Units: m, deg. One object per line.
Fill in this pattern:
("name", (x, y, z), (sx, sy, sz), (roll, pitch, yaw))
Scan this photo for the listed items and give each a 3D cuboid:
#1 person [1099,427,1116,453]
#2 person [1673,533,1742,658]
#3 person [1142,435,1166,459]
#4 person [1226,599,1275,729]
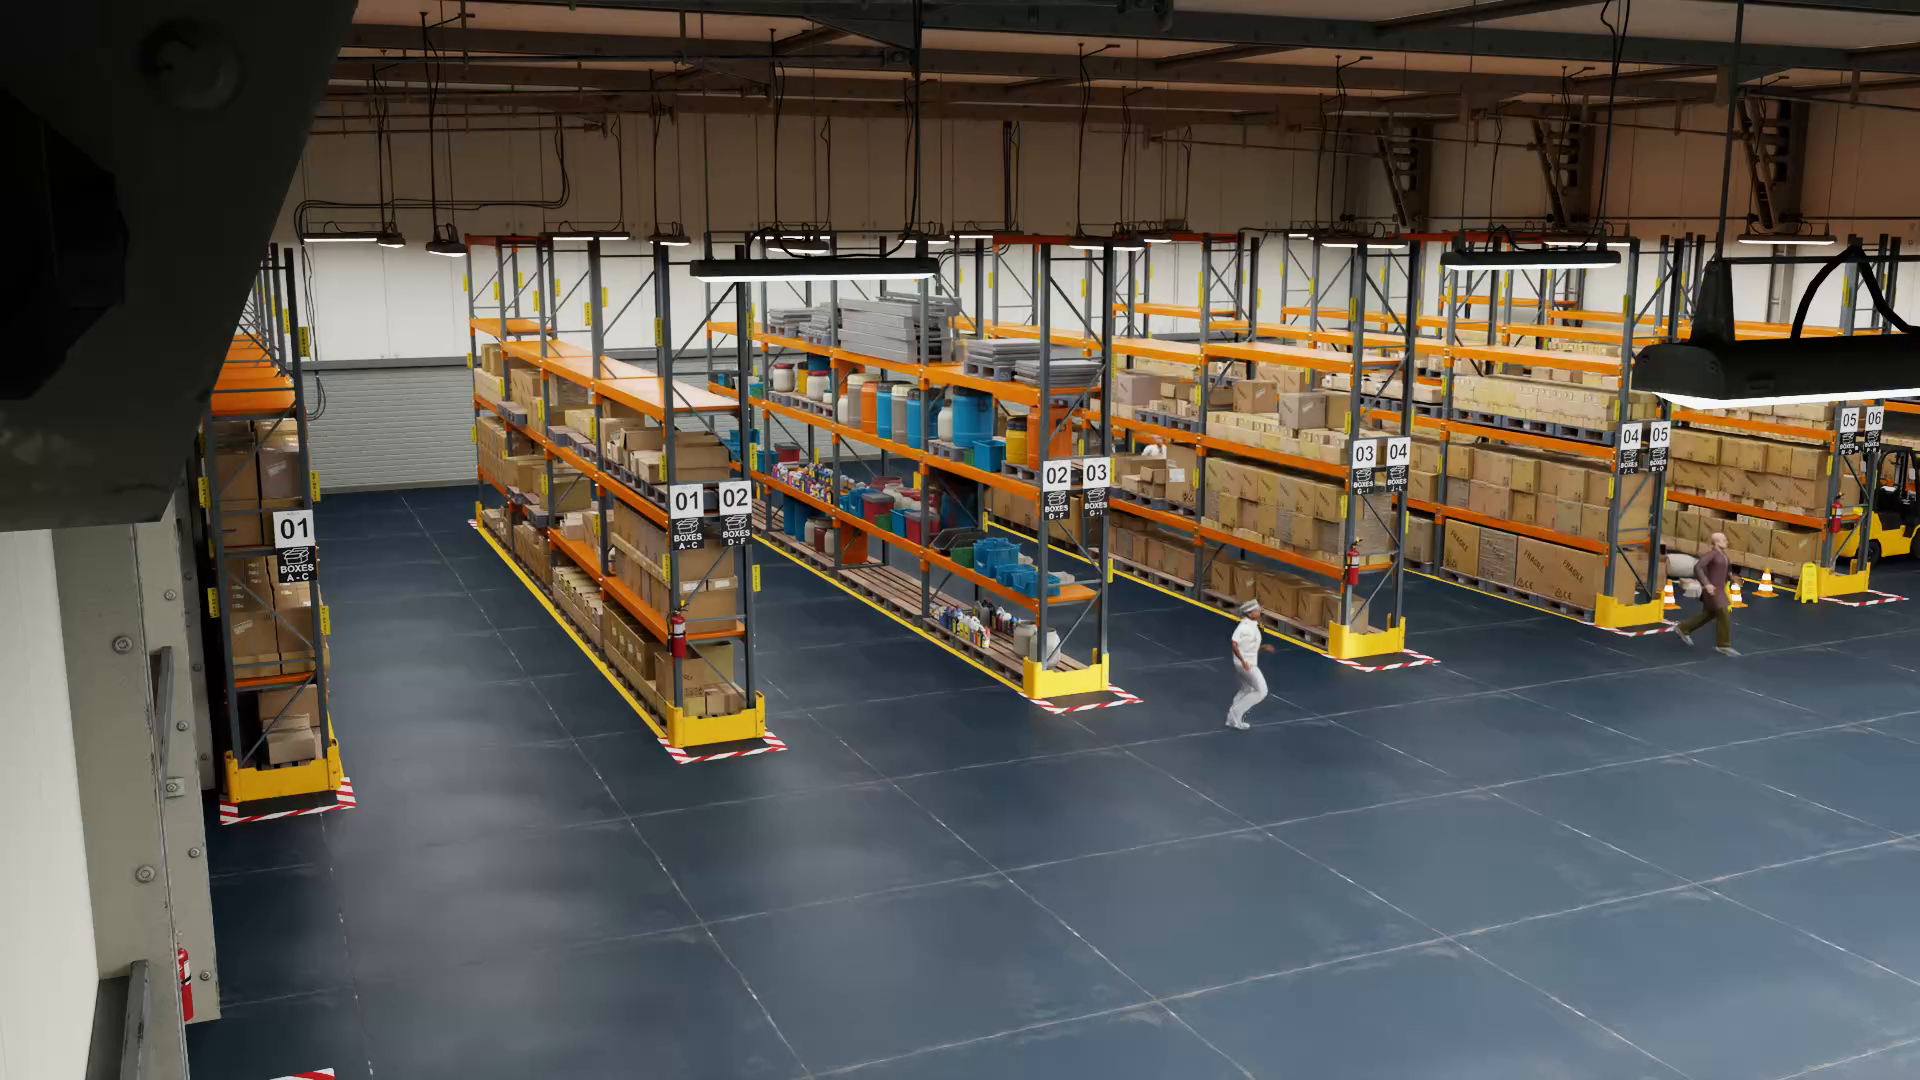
("person", (3.288, -1.812, 38.059), (0.624, 1.708, 0.916), (-4, 12, -18))
("person", (11.049, 0.775, 24.463), (0.987, 1.806, 0.711), (7, 13, 33))
("person", (4.294, -1.383, 35.914), (0.699, 1.668, 0.612), (-4, 12, -21))
("person", (3.645, 1.541, 20.787), (0.576, 1.667, 0.560), (2, 11, 10))
